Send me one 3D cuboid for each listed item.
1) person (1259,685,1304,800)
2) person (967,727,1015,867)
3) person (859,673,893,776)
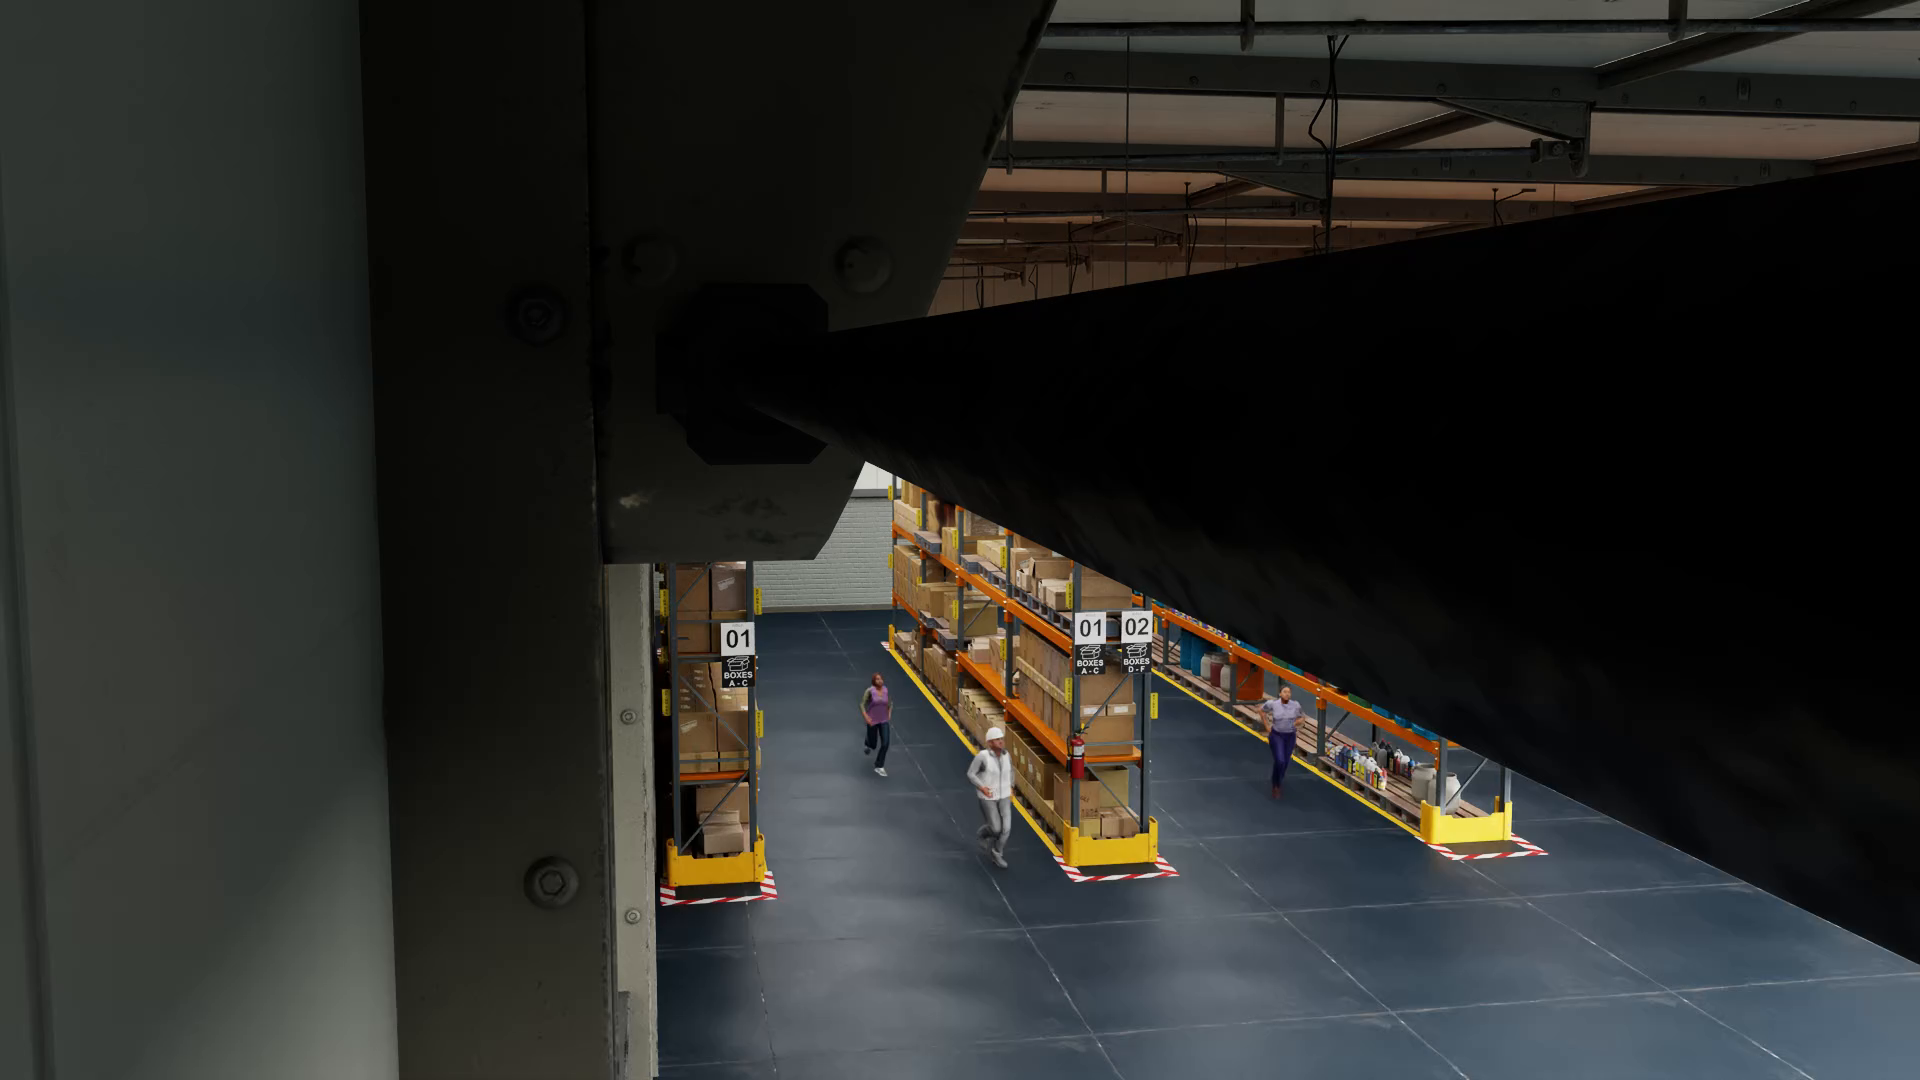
[{"bbox_3d":[4.694,2.919,24.219,0.585,1.677,0.765,-1,6,-11],"label":"person"},{"bbox_3d":[0.417,3.220,20.964,0.692,1.750,0.562,-3,7,-27],"label":"person"},{"bbox_3d":[-1.288,2.808,25.641,0.543,1.561,0.676,-2,7,-20],"label":"person"}]
